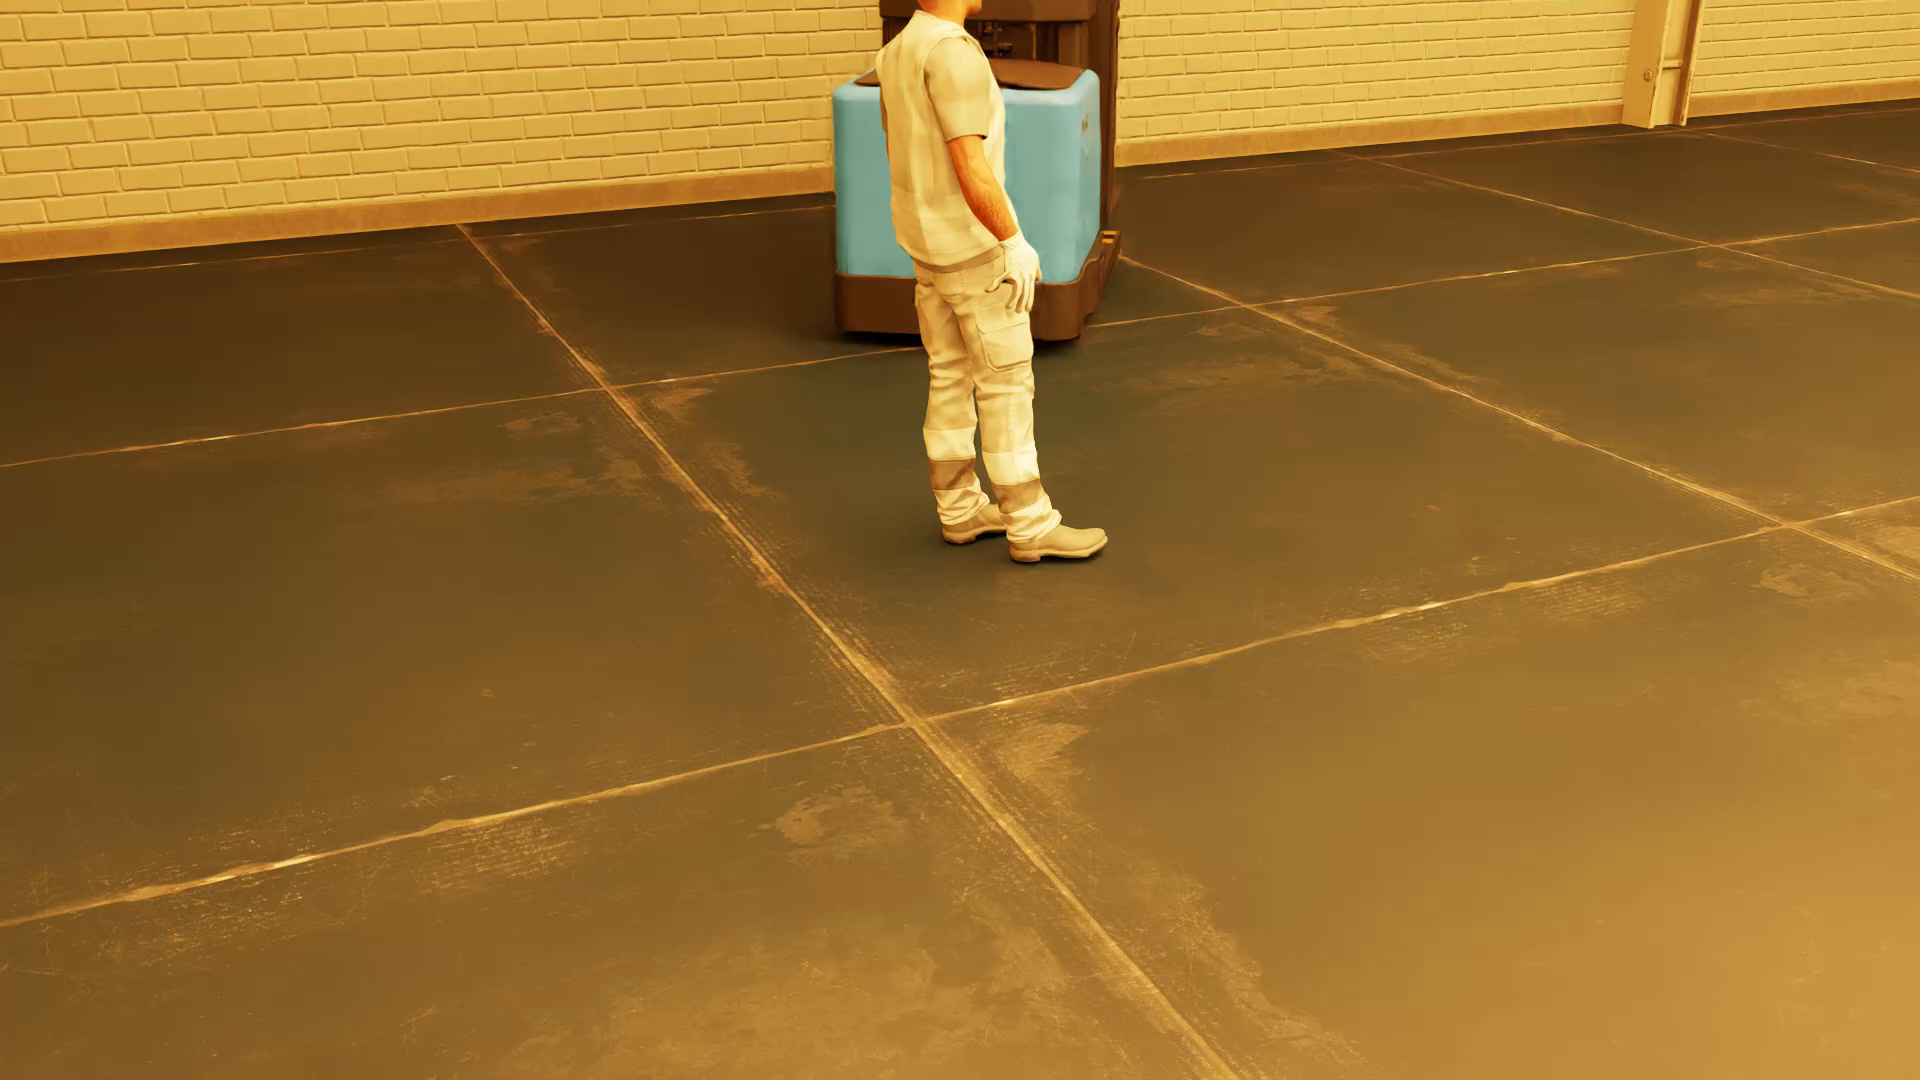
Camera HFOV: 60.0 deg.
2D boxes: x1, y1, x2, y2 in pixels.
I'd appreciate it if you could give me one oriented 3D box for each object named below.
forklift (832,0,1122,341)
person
[{"bbox_3d":[0.223,-2.716,7.824,1.130,2.935,3.031,4,23,9],"label":"forklift"},{"bbox_3d":[0.078,-0.842,4.781,0.564,1.787,0.637,-10,25,-23],"label":"person"}]
